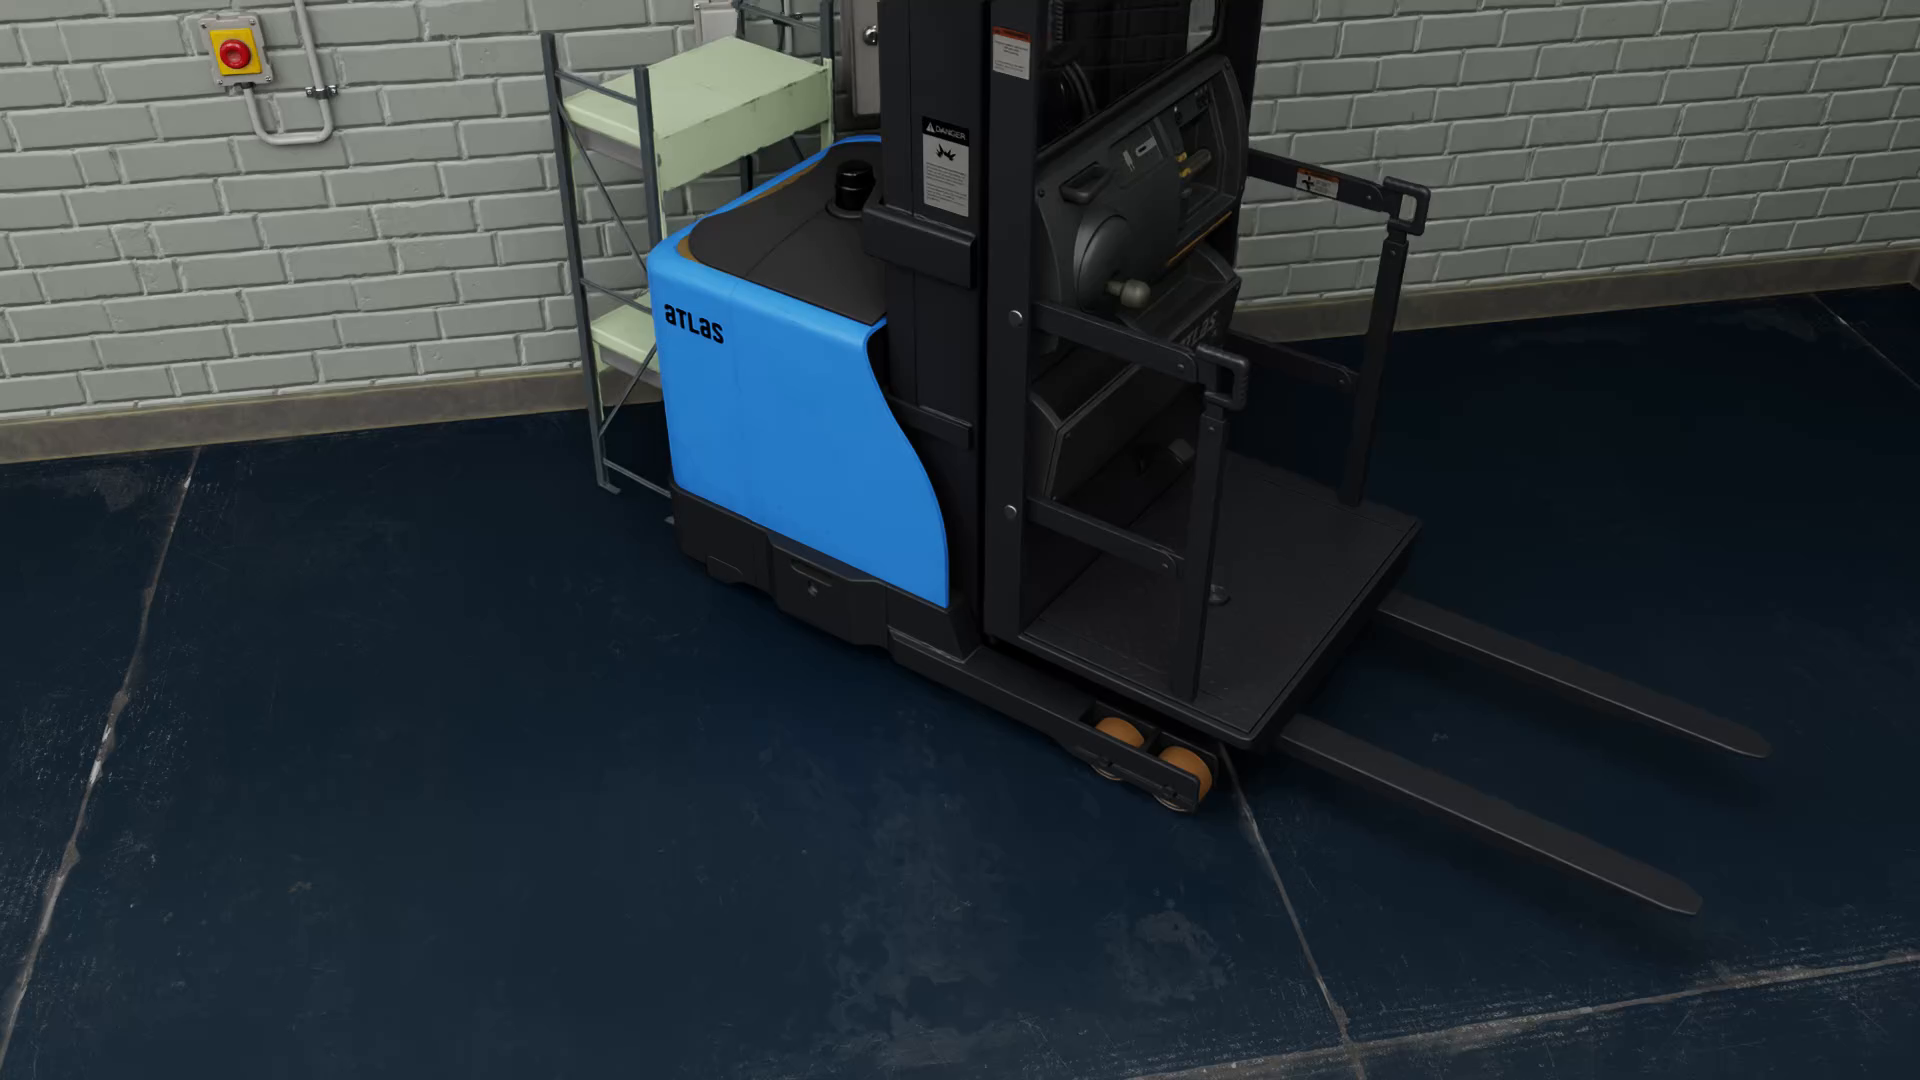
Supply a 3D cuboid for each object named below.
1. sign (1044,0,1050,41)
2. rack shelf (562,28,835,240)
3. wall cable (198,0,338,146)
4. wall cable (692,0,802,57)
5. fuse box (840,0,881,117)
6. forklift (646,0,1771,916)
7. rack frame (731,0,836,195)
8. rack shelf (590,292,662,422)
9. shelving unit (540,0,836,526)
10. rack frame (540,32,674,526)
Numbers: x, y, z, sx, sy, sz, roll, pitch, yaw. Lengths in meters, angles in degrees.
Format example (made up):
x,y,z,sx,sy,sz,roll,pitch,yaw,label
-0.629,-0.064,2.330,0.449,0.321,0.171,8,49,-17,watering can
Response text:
x,y,z,sx,sy,sz,roll,pitch,yaw,label
0.378,-1.811,5.214,0.329,0.494,0.001,-6,38,-8,sign
-0.766,-1.189,4.895,0.431,0.370,0.720,26,43,29,rack shelf
-2.166,-1.946,4.457,0.585,1.953,0.123,-6,38,-8,wall cable
-0.771,-2.094,4.672,0.588,1.984,0.122,-6,38,-8,wall cable
-0.072,-1.162,5.351,0.539,1.711,0.414,-6,38,-8,fuse box
0.625,-0.824,3.922,3.031,2.935,1.130,23,43,27,forklift
-0.551,-1.046,5.364,0.400,1.500,0.023,26,43,29,rack frame
-0.784,-0.617,5.325,0.431,0.370,0.720,26,43,29,rack shelf
-0.776,-0.877,5.129,0.431,1.500,0.755,26,43,29,shelving unit
-1.000,-0.708,4.895,0.400,1.500,0.023,26,43,29,rack frame
